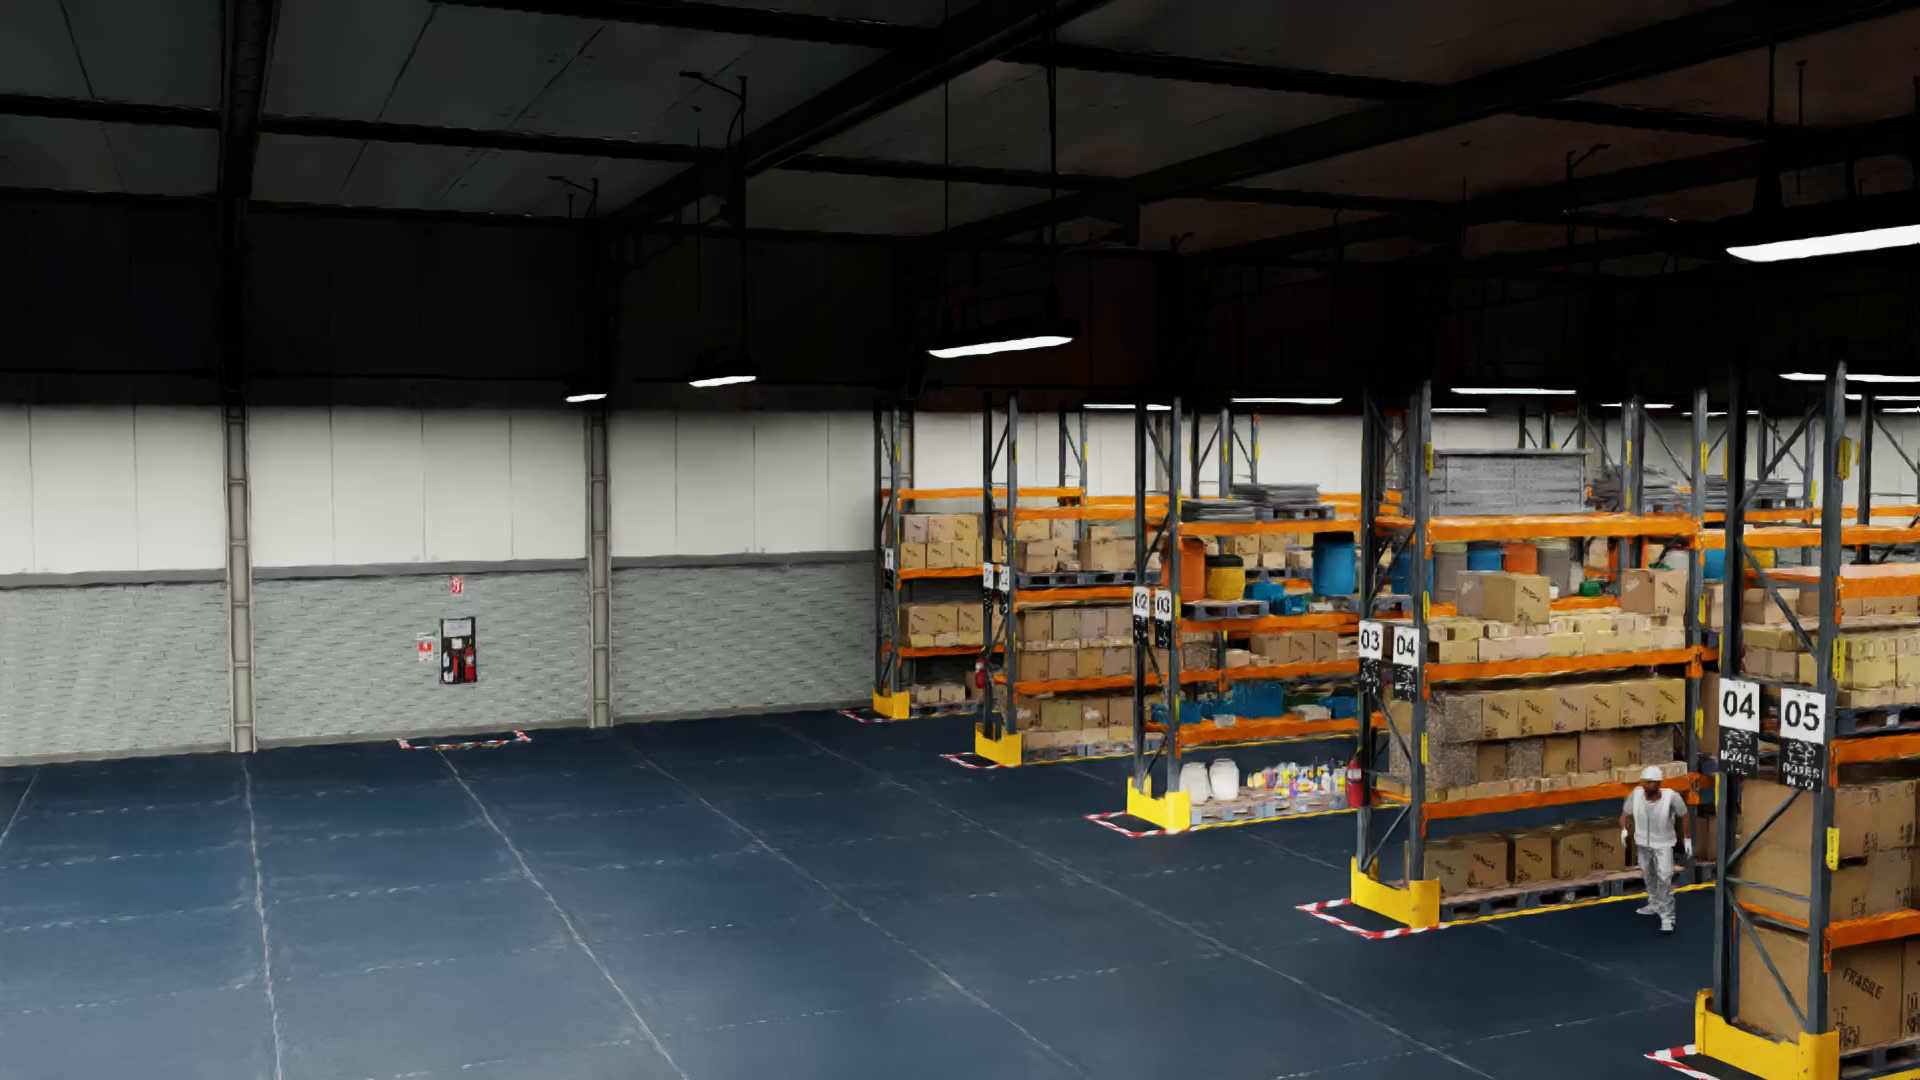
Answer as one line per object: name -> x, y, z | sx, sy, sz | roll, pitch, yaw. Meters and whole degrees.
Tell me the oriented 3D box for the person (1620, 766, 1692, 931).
person -> 7.467, 3.256, 17.834 | 0.832, 1.716, 0.696 | -3, 4, -42
